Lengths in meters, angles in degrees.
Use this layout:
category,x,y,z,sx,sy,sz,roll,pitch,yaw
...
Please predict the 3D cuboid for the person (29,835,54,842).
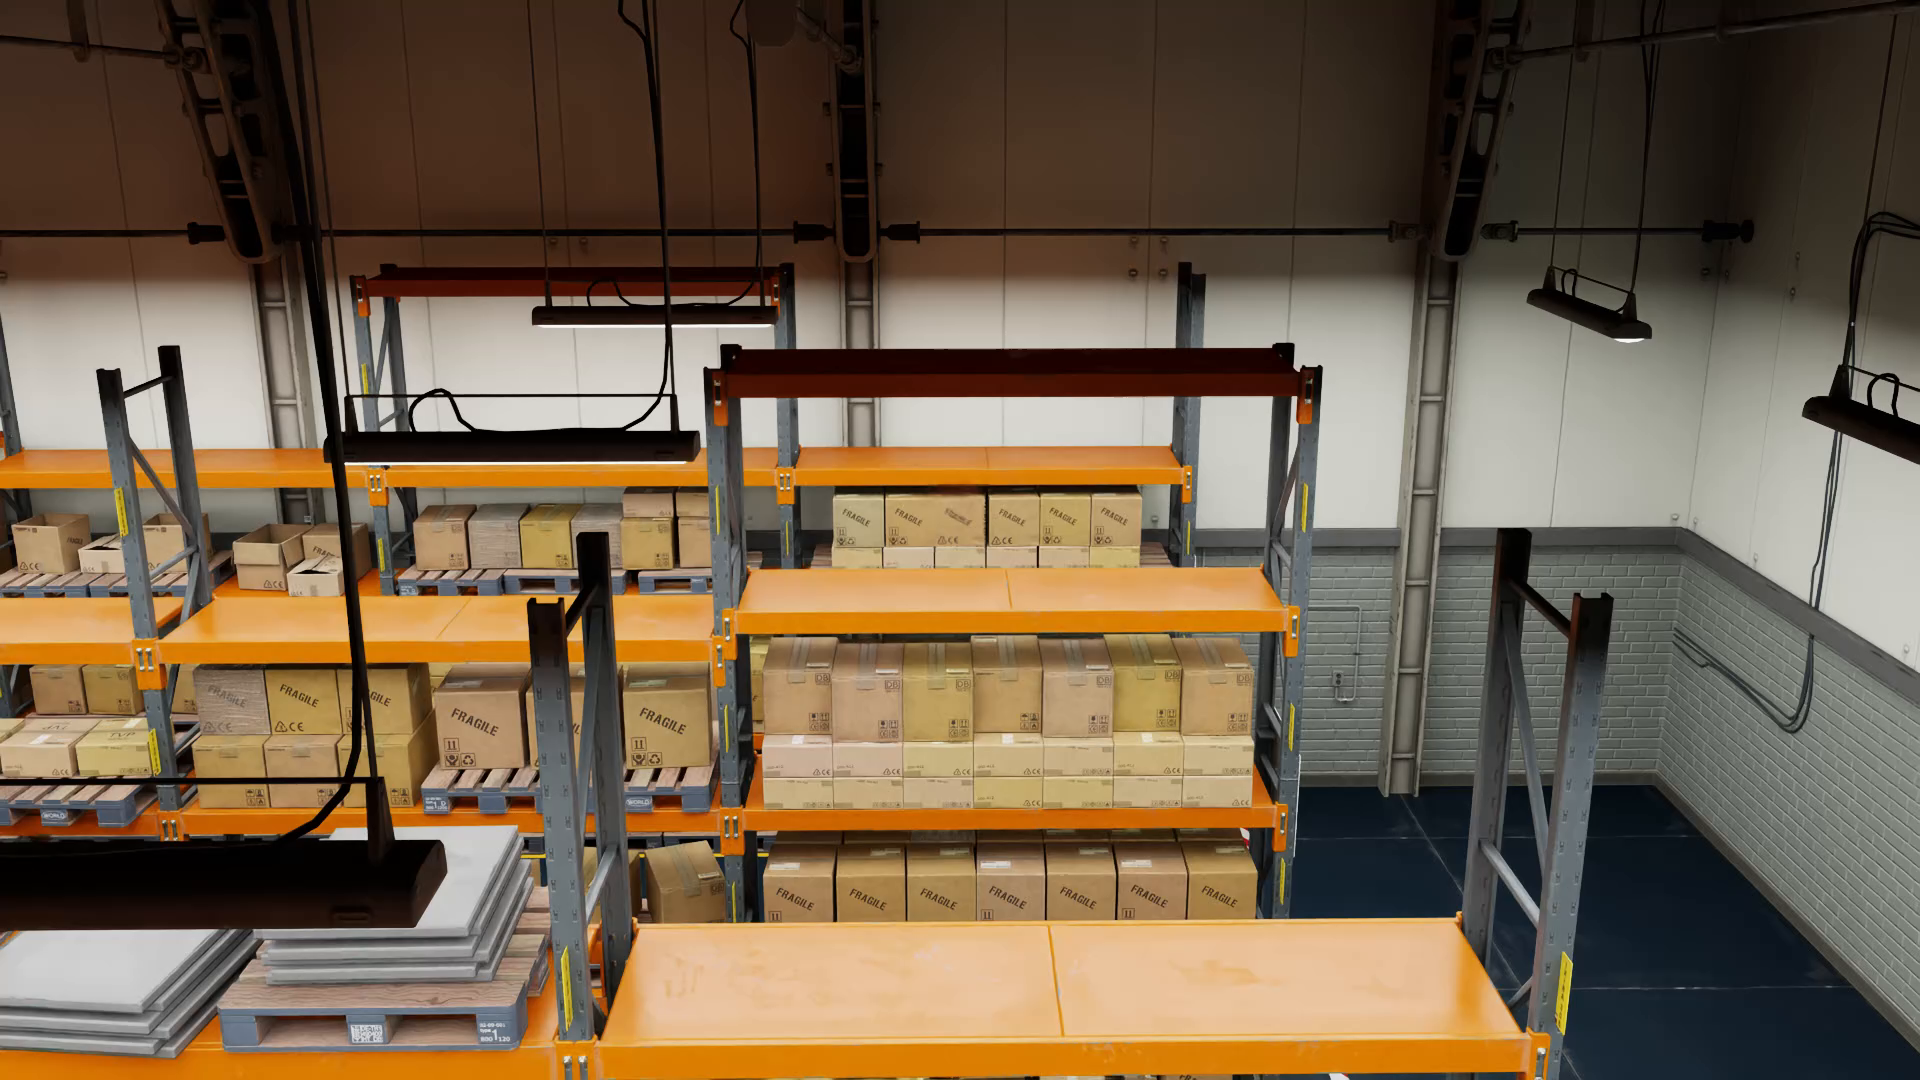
category,x,y,z,sx,sy,sz,roll,pitch,yaw
person,-7.769,3.242,14.334,0.740,1.753,0.635,4,17,14
